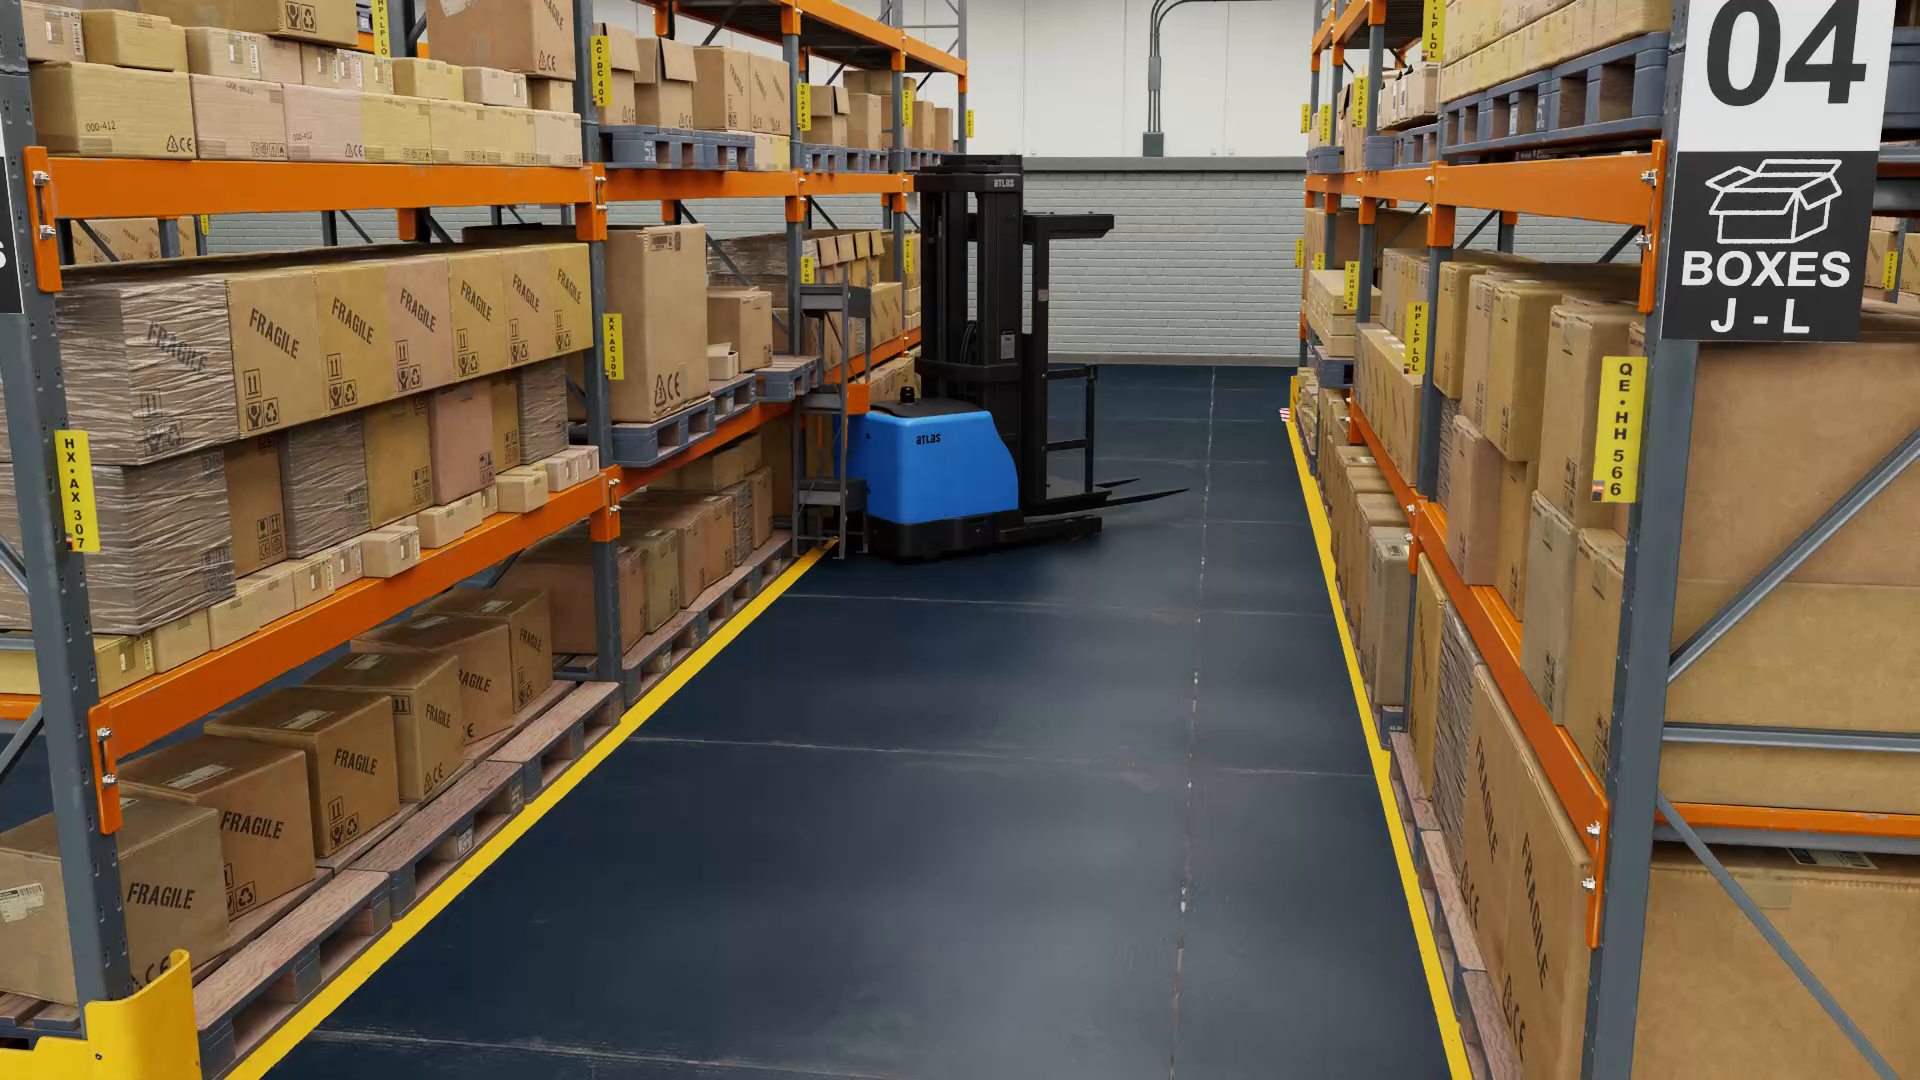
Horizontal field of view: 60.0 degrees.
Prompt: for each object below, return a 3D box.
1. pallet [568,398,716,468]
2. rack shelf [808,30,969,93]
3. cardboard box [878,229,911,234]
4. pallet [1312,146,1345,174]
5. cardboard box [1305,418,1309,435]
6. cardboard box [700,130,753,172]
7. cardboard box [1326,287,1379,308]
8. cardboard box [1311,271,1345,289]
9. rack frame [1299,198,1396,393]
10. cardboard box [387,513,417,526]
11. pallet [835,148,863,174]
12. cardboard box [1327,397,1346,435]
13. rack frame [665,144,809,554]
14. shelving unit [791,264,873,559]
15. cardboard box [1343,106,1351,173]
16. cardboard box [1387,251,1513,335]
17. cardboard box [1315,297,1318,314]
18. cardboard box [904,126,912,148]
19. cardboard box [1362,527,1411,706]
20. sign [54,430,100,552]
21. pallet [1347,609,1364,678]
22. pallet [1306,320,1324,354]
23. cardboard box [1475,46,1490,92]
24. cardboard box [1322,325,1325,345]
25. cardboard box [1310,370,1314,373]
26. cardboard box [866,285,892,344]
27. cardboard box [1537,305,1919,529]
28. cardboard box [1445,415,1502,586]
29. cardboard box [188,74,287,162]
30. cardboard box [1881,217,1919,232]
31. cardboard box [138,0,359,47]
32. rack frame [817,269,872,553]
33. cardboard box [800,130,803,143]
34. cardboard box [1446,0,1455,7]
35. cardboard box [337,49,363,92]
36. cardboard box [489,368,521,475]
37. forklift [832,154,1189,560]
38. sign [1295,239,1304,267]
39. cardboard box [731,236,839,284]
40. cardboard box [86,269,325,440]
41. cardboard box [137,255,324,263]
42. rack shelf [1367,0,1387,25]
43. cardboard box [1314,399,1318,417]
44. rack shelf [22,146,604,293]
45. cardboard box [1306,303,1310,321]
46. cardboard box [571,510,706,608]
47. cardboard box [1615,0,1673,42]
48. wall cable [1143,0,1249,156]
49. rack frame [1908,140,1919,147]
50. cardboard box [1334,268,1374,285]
[{"bbox_3d":[-2.007,-0.617,9.190,1.003,0.211,1.213,2,12,9],"label":"pallet"},{"bbox_3d":[-0.730,-5.023,17.598,1.077,0.370,4.000,2,12,9],"label":"rack shelf"},{"bbox_3d":[-0.840,-3.297,19.044,0.500,0.500,0.500,2,12,7],"label":"cardboard box"},{"bbox_3d":[3.491,-3.073,13.458,1.213,0.211,1.003,2,12,9],"label":"pallet"},{"bbox_3d":[3.730,-1.159,17.023,0.380,0.149,0.250,2,12,9],"label":"cardboard box"},{"bbox_3d":[-1.627,-2.467,10.555,0.500,0.250,0.500,2,12,10],"label":"cardboard box"},{"bbox_3d":[2.936,-1.804,12.431,0.380,0.149,0.250,2,12,10],"label":"cardboard box"},{"bbox_3d":[3.296,-2.287,14.675,0.380,0.149,0.250,2,12,10],"label":"cardboard box"},{"bbox_3d":[4.463,-2.872,19.201,1.000,3.000,0.127,2,12,9],"label":"rack frame"},{"bbox_3d":[-2.370,-0.018,6.551,0.380,0.149,0.250,2,12,9],"label":"cardboard box"},{"bbox_3d":[-1.438,-3.131,13.731,1.003,0.211,1.213,2,12,11],"label":"pallet"},{"bbox_3d":[3.310,-1.027,13.796,0.500,0.250,0.500,2,12,11],"label":"cardboard box"},{"bbox_3d":[-1.653,-1.389,12.317,1.000,3.000,0.127,2,12,9],"label":"rack frame"},{"bbox_3d":[-0.934,-0.936,12.156,0.431,2.100,0.503,3,6,17],"label":"shelving unit"},{"bbox_3d":[3.214,-3.058,12.704,0.500,0.500,0.500,2,12,9],"label":"cardboard box"},{"bbox_3d":[3.077,-1.546,10.437,0.700,0.500,0.500,2,12,8],"label":"cardboard box"},{"bbox_3d":[3.135,-1.927,13.709,0.380,0.149,0.250,2,12,8],"label":"cardboard box"},{"bbox_3d":[-0.890,-4.267,17.083,0.700,0.500,0.500,3,12,12],"label":"cardboard box"},{"bbox_3d":[2.624,0.388,8.416,1.050,0.750,0.750,2,12,8],"label":"cardboard box"},{"bbox_3d":[-2.347,-0.129,4.417,0.100,0.325,0.005,2,12,9],"label":"sign"},{"bbox_3d":[2.846,0.571,9.842,1.003,0.211,1.213,2,12,9],"label":"pallet"},{"bbox_3d":[3.586,-1.791,14.641,1.003,0.211,1.213,2,12,9],"label":"pallet"},{"bbox_3d":[2.071,-1.695,5.982,0.380,0.149,0.250,2,12,8],"label":"cardboard box"},{"bbox_3d":[2.975,-1.564,12.730,0.380,0.149,0.250,2,12,8],"label":"cardboard box"},{"bbox_3d":[4.123,-1.815,18.655,0.380,0.149,0.250,2,12,10],"label":"cardboard box"},{"bbox_3d":[-0.923,-2.061,15.200,0.500,0.500,0.500,2,12,10],"label":"cardboard box"},{"bbox_3d":[2.091,-0.336,4.514,0.875,0.550,0.550,2,12,9],"label":"cardboard box"},{"bbox_3d":[2.311,-0.147,6.197,0.875,0.550,0.550,2,12,9],"label":"cardboard box"},{"bbox_3d":[-2.481,-1.316,5.215,0.500,0.250,0.500,2,12,7],"label":"cardboard box"},{"bbox_3d":[8.487,-2.829,14.852,0.380,0.149,0.250,2,12,7],"label":"cardboard box"},{"bbox_3d":[-2.388,-1.929,5.572,0.500,0.500,0.500,2,12,8],"label":"cardboard box"},{"bbox_3d":[-0.863,-0.957,12.388,0.400,2.100,0.015,3,6,17],"label":"rack frame"},{"bbox_3d":[-1.585,-3.421,13.393,0.500,0.500,0.500,3,12,12],"label":"cardboard box"},{"bbox_3d":[2.225,-2.297,6.881,0.380,0.149,0.250,2,12,9],"label":"cardboard box"},{"bbox_3d":[-2.387,-1.684,5.978,0.380,0.149,0.250,2,12,8],"label":"cardboard box"},{"bbox_3d":[-2.510,-0.556,7.508,0.875,0.500,0.500,2,12,9],"label":"cardboard box"},{"bbox_3d":[0.504,-1.511,13.047,3.031,2.935,1.130,-9,15,-35],"label":"forklift"},{"bbox_3d":[3.926,-3.313,19.191,0.100,0.325,0.005,2,12,9],"label":"sign"},{"bbox_3d":[-1.422,-2.215,13.533,0.797,0.503,0.637,2,12,10],"label":"cardboard box"},{"bbox_3d":[-2.446,-0.616,5.414,0.500,0.500,0.500,2,12,9],"label":"cardboard box"},{"bbox_3d":[-2.808,-0.841,6.459,0.500,0.500,0.500,2,12,9],"label":"cardboard box"},{"bbox_3d":[2.925,-3.176,9.027,1.077,0.370,4.000,2,12,9],"label":"rack shelf"},{"bbox_3d":[3.645,-1.279,16.166,0.380,0.149,0.250,2,12,9],"label":"cardboard box"},{"bbox_3d":[-2.576,-1.254,6.281,1.077,0.370,4.000,2,12,9],"label":"rack shelf"},{"bbox_3d":[3.332,-2.055,15.008,0.380,0.149,0.250,1,12,6],"label":"cardboard box"},{"bbox_3d":[-1.975,0.109,10.258,0.700,0.500,0.500,1,12,4],"label":"cardboard box"},{"bbox_3d":[1.718,-1.219,3.774,0.380,0.149,0.250,2,12,9],"label":"cardboard box"},{"bbox_3d":[3.852,-8.625,24.017,2.277,5.999,0.120,2,12,9],"label":"wall cable"},{"bbox_3d":[8.754,-4.833,14.059,1.000,3.000,0.127,2,12,9],"label":"rack frame"},{"bbox_3d":[3.643,-2.344,15.805,0.500,0.500,0.500,2,12,9],"label":"cardboard box"}]
